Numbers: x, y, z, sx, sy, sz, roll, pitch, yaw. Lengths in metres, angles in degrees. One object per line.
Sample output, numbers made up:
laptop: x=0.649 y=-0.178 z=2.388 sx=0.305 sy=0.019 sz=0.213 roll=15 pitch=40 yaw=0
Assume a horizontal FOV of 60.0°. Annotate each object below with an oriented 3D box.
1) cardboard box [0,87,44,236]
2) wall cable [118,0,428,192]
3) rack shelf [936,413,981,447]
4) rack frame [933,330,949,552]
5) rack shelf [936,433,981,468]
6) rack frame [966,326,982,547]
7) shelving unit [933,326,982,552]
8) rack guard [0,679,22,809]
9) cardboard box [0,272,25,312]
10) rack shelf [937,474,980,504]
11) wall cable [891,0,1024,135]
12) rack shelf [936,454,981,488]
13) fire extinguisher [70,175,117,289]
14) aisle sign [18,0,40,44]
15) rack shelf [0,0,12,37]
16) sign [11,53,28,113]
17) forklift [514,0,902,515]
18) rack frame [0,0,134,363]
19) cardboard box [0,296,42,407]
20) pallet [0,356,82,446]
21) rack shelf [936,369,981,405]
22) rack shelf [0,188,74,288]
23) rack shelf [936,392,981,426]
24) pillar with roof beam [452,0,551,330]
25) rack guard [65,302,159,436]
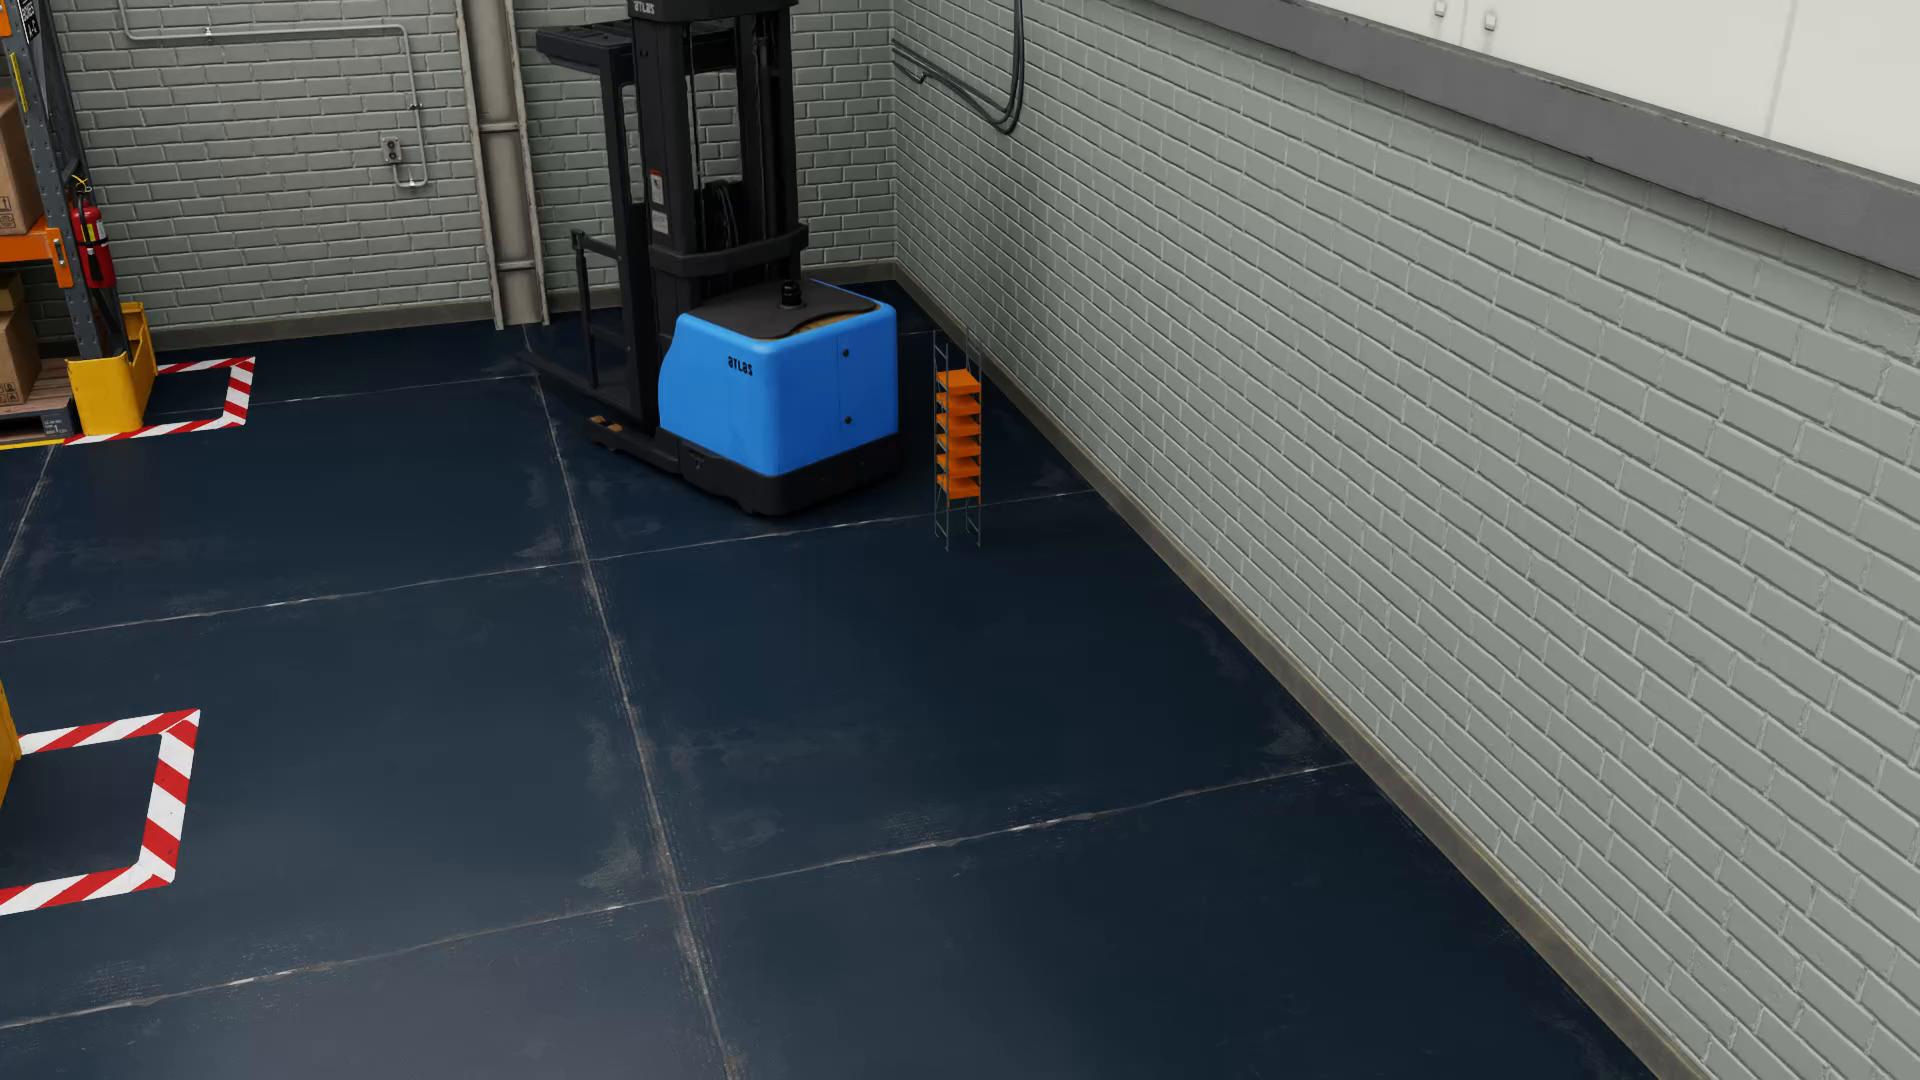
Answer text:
cardboard box: x=-6.099 y=-2.323 z=10.219 sx=0.700 sy=0.700 sz=0.980 roll=-7 pitch=27 yaw=-14
wall cable: x=-4.692 y=-3.295 z=11.371 sx=1.851 sy=1.984 sz=0.084 roll=-8 pitch=28 yaw=-16
rack shelf: x=-0.014 y=-0.603 z=8.946 sx=0.180 sy=0.103 sz=0.258 roll=-8 pitch=28 yaw=-16
rack frame: x=-0.101 y=-0.523 z=8.954 sx=0.006 sy=1.200 sz=0.240 roll=-8 pitch=28 yaw=-16
rack shelf: x=-0.014 y=-0.496 z=8.999 sx=0.180 sy=0.103 sz=0.258 roll=-8 pitch=28 yaw=-16
rack frame: x=0.073 y=-0.548 z=9.005 sx=0.006 sy=1.200 sz=0.240 roll=-8 pitch=28 yaw=-16
shelving unit: x=-0.014 y=-0.535 z=8.979 sx=0.189 sy=1.200 sz=0.258 roll=-8 pitch=28 yaw=-16
rack guard: x=-4.151 y=0.960 z=6.753 sx=0.348 sy=0.500 sz=1.175 roll=-8 pitch=28 yaw=-16
cardboard box: x=-6.195 y=-1.586 z=10.680 sx=0.250 sy=0.149 sz=0.380 roll=-8 pitch=28 yaw=-16
rack shelf: x=-0.014 y=-0.281 z=9.106 sx=0.180 sy=0.103 sz=0.258 roll=-8 pitch=28 yaw=-16
wall cable: x=-0.128 y=-4.188 z=11.057 sx=0.112 sy=2.526 sz=3.097 roll=-8 pitch=28 yaw=-16
rack shelf: x=-0.014 y=-0.388 z=9.052 sx=0.180 sy=0.103 sz=0.258 roll=-8 pitch=28 yaw=-16
fire extinguisher: x=-5.330 y=-1.888 z=10.185 sx=0.183 sy=0.674 sz=0.296 roll=-8 pitch=28 yaw=-16
aisle sign: x=-5.455 y=-3.311 z=9.623 sx=0.004 sy=0.787 sz=0.394 roll=-8 pitch=28 yaw=-16
rack shelf: x=-7.518 y=-3.009 z=9.374 sx=4.000 sy=0.370 sz=1.077 roll=-8 pitch=28 yaw=-16
sign: x=-5.462 y=-2.657 z=9.660 sx=0.005 sy=0.325 sz=0.100 roll=-8 pitch=28 yaw=-16
forklift: x=-1.739 y=-2.009 z=10.001 sx=1.130 sy=2.935 sz=3.031 roll=-24 pitch=35 yaw=-39
rack frame: x=-5.617 y=-2.264 z=10.436 sx=0.127 sy=3.000 sz=1.000 roll=-8 pitch=28 yaw=-16
cardboard box: x=-6.251 y=-1.193 z=10.619 sx=0.500 sy=0.500 sz=0.700 roll=-8 pitch=28 yaw=-16
pallet: x=-6.353 y=-0.871 z=10.768 sx=1.213 sy=0.211 sz=1.003 roll=-8 pitch=28 yaw=-16
rack shelf: x=-0.014 y=-0.818 z=8.839 sx=0.180 sy=0.103 sz=0.258 roll=-8 pitch=28 yaw=-16
rack shelf: x=-7.518 y=-1.666 z=10.041 sx=4.000 sy=0.370 sz=1.077 roll=-8 pitch=28 yaw=-16
rack shelf: x=-0.014 y=-0.711 z=8.892 sx=0.180 sy=0.103 sz=0.258 roll=-8 pitch=28 yaw=-16
pillar with roof beam: x=-1.984 y=-3.868 z=6.921 sx=0.400 sy=9.000 sz=9.100 roll=-8 pitch=28 yaw=-16
rack guard: x=-5.594 y=-1.147 z=10.999 sx=0.348 sy=0.500 sz=1.175 roll=-8 pitch=28 yaw=-16
